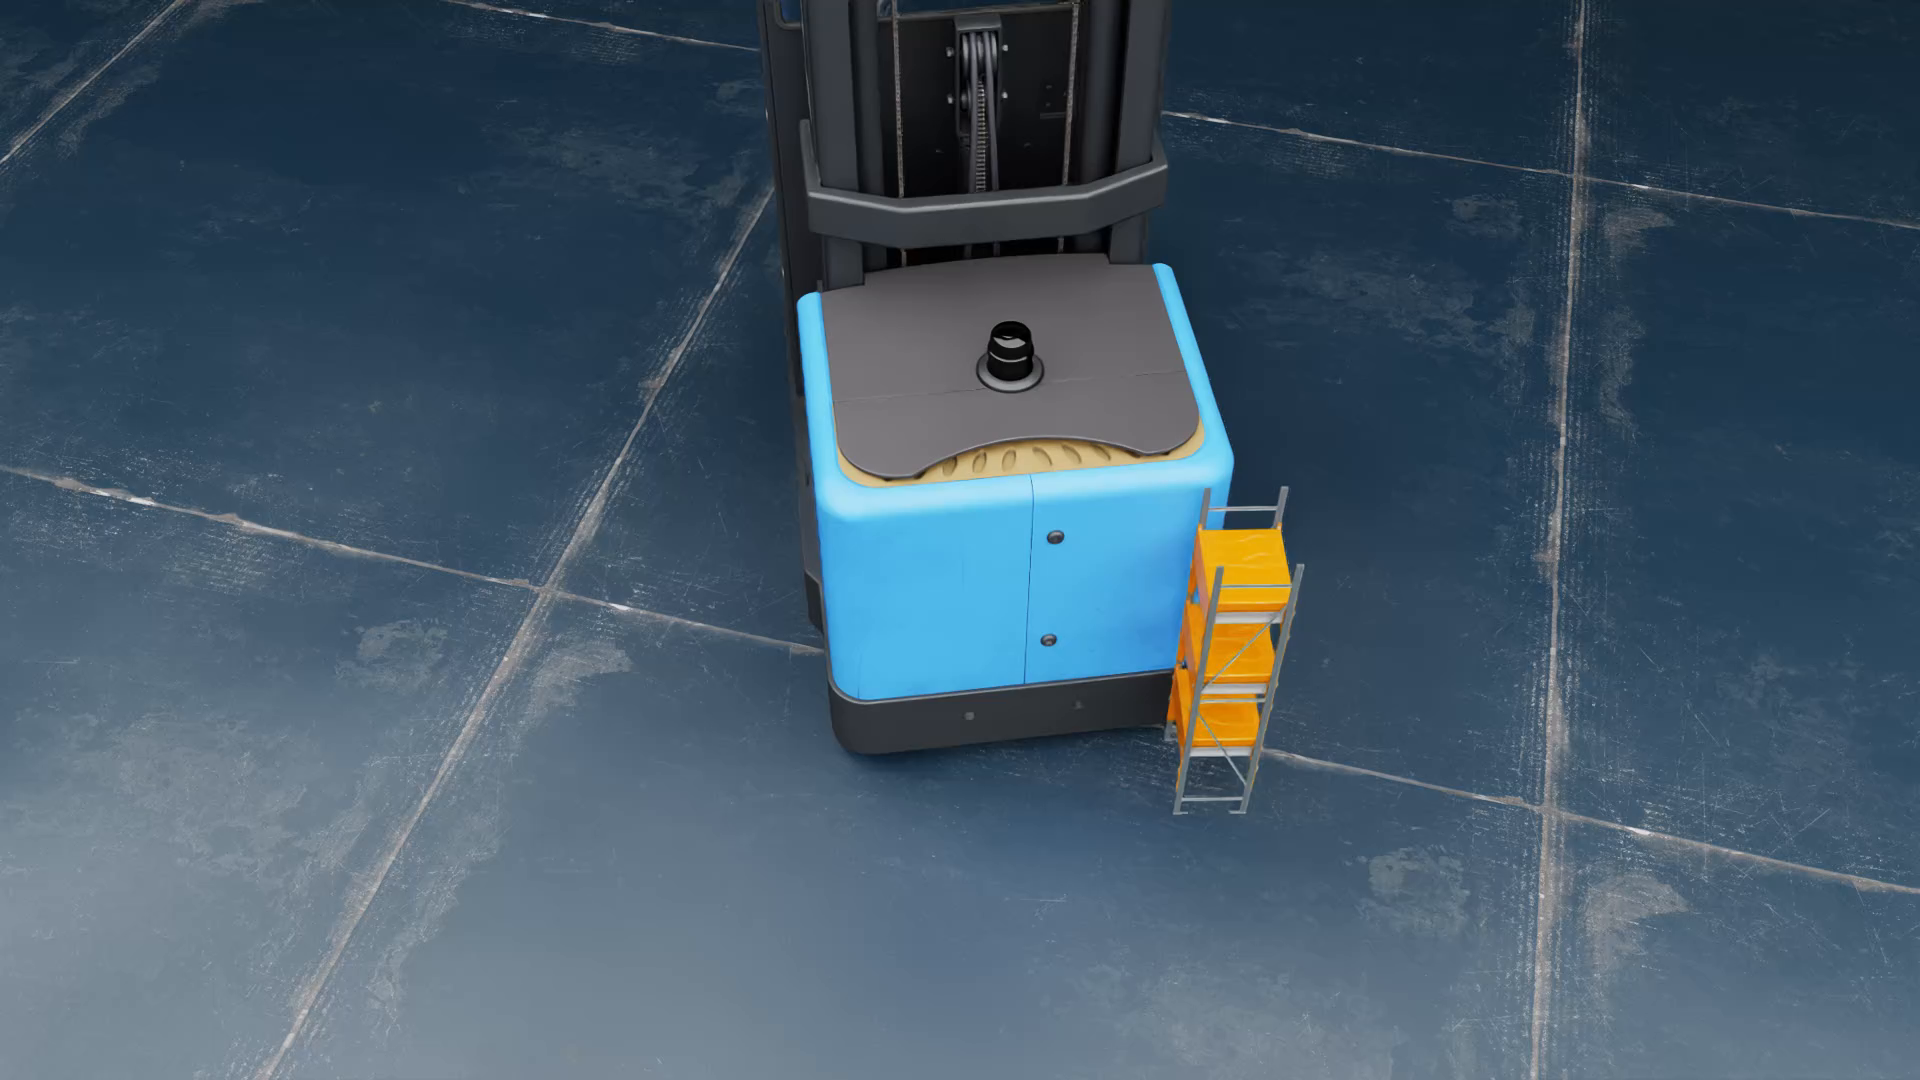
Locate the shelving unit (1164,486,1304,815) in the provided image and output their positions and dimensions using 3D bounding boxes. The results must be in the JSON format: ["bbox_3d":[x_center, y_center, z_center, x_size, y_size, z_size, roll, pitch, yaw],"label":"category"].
[{"bbox_3d":[0.684,0.315,4.272,0.215,1.050,0.252,-1,49,-1],"label":"shelving unit"}]

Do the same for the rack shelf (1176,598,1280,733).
[{"bbox_3d":[0.684,0.322,4.280,0.215,0.259,0.240,-1,49,-1],"label":"rack shelf"}]

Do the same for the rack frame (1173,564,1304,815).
[{"bbox_3d":[0.686,0.406,4.191,0.200,1.050,0.008,-1,49,-1],"label":"rack frame"}]

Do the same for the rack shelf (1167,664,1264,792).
[{"bbox_3d":[0.684,0.506,4.488,0.215,0.259,0.240,-1,49,-1],"label":"rack shelf"}]

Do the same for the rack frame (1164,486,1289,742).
[{"bbox_3d":[0.682,0.224,4.352,0.200,1.050,0.008,-1,49,-1],"label":"rack frame"}]

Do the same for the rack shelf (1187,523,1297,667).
[{"bbox_3d":[0.684,0.134,4.067,0.215,0.259,0.240,-1,49,-1],"label":"rack shelf"}]

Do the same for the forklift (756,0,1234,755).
[{"bbox_3d":[-0.018,-1.492,4.612,1.130,2.935,3.031,-6,49,-5],"label":"forklift"}]
